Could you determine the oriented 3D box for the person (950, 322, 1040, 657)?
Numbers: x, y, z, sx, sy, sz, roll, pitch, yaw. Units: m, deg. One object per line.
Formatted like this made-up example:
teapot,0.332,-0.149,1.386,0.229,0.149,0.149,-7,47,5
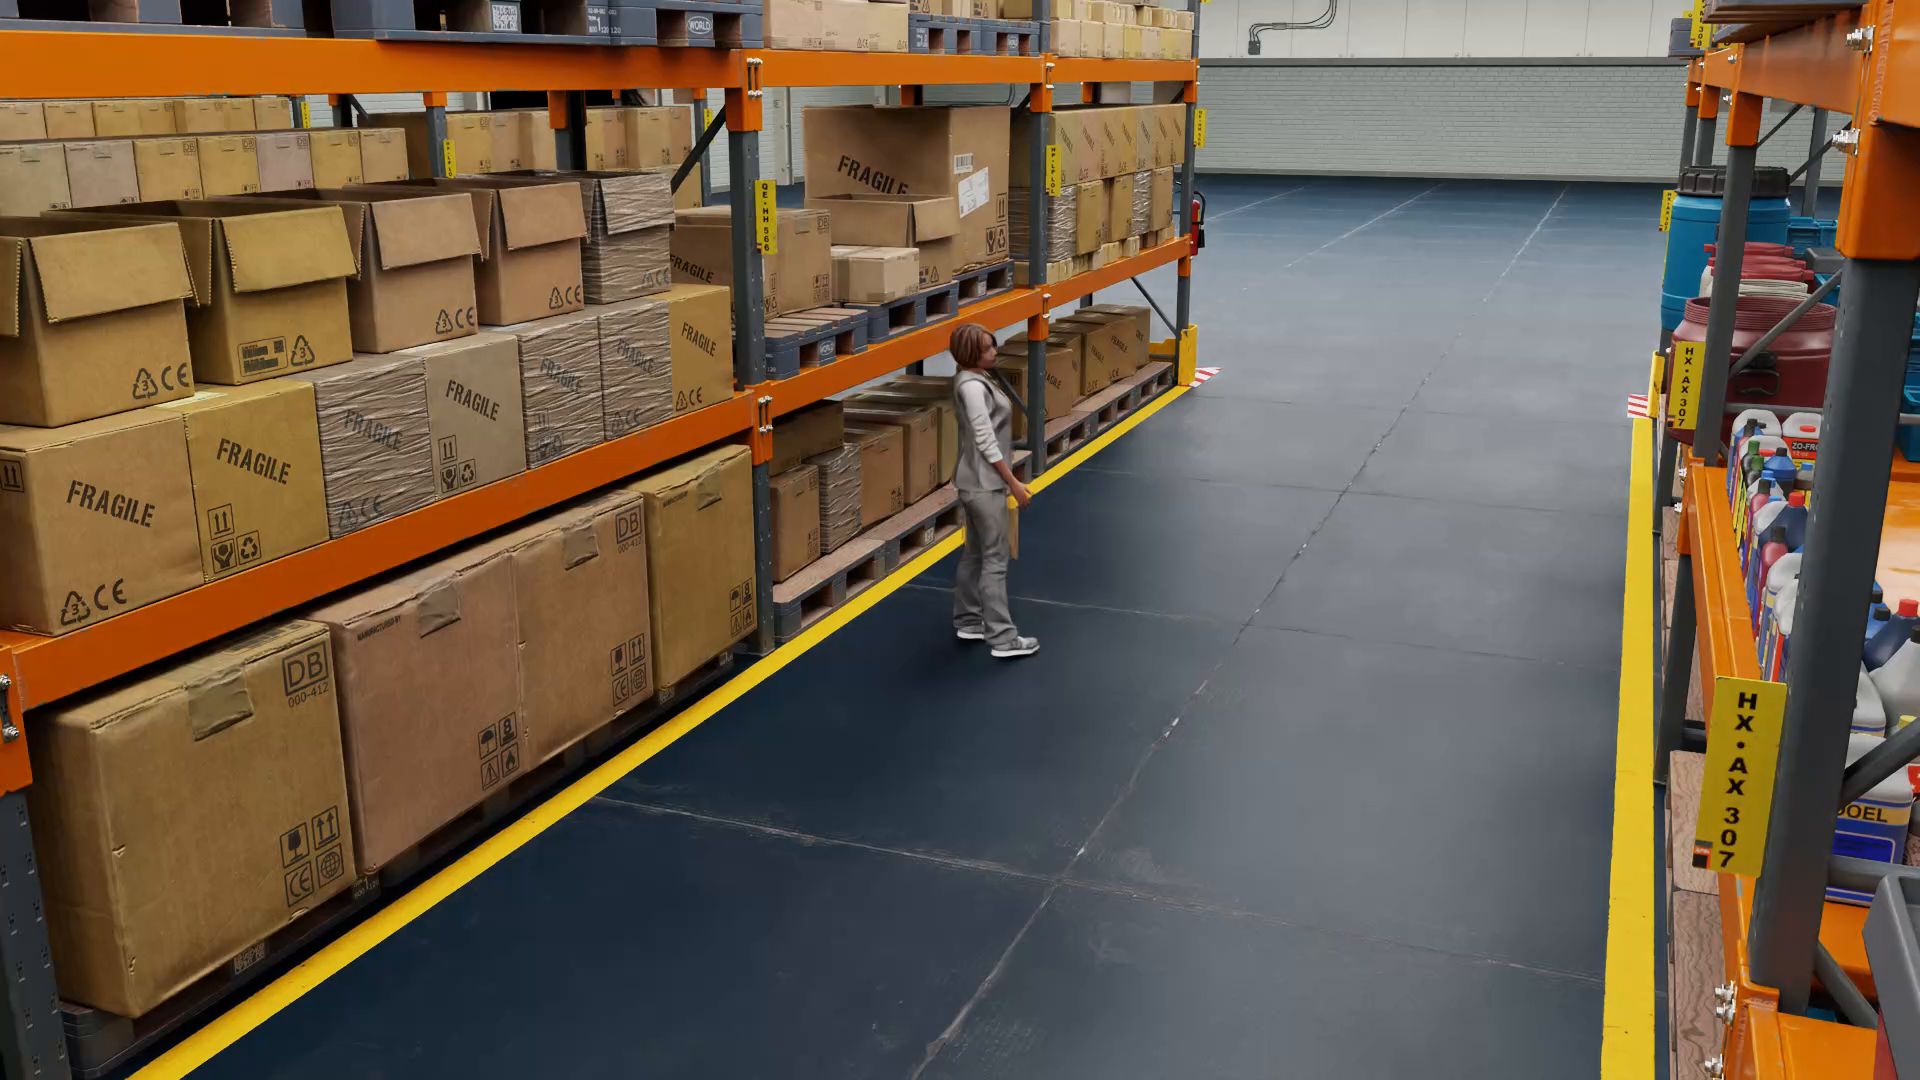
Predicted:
person,0.169,-0.243,7.889,0.434,1.602,0.430,0,16,0
